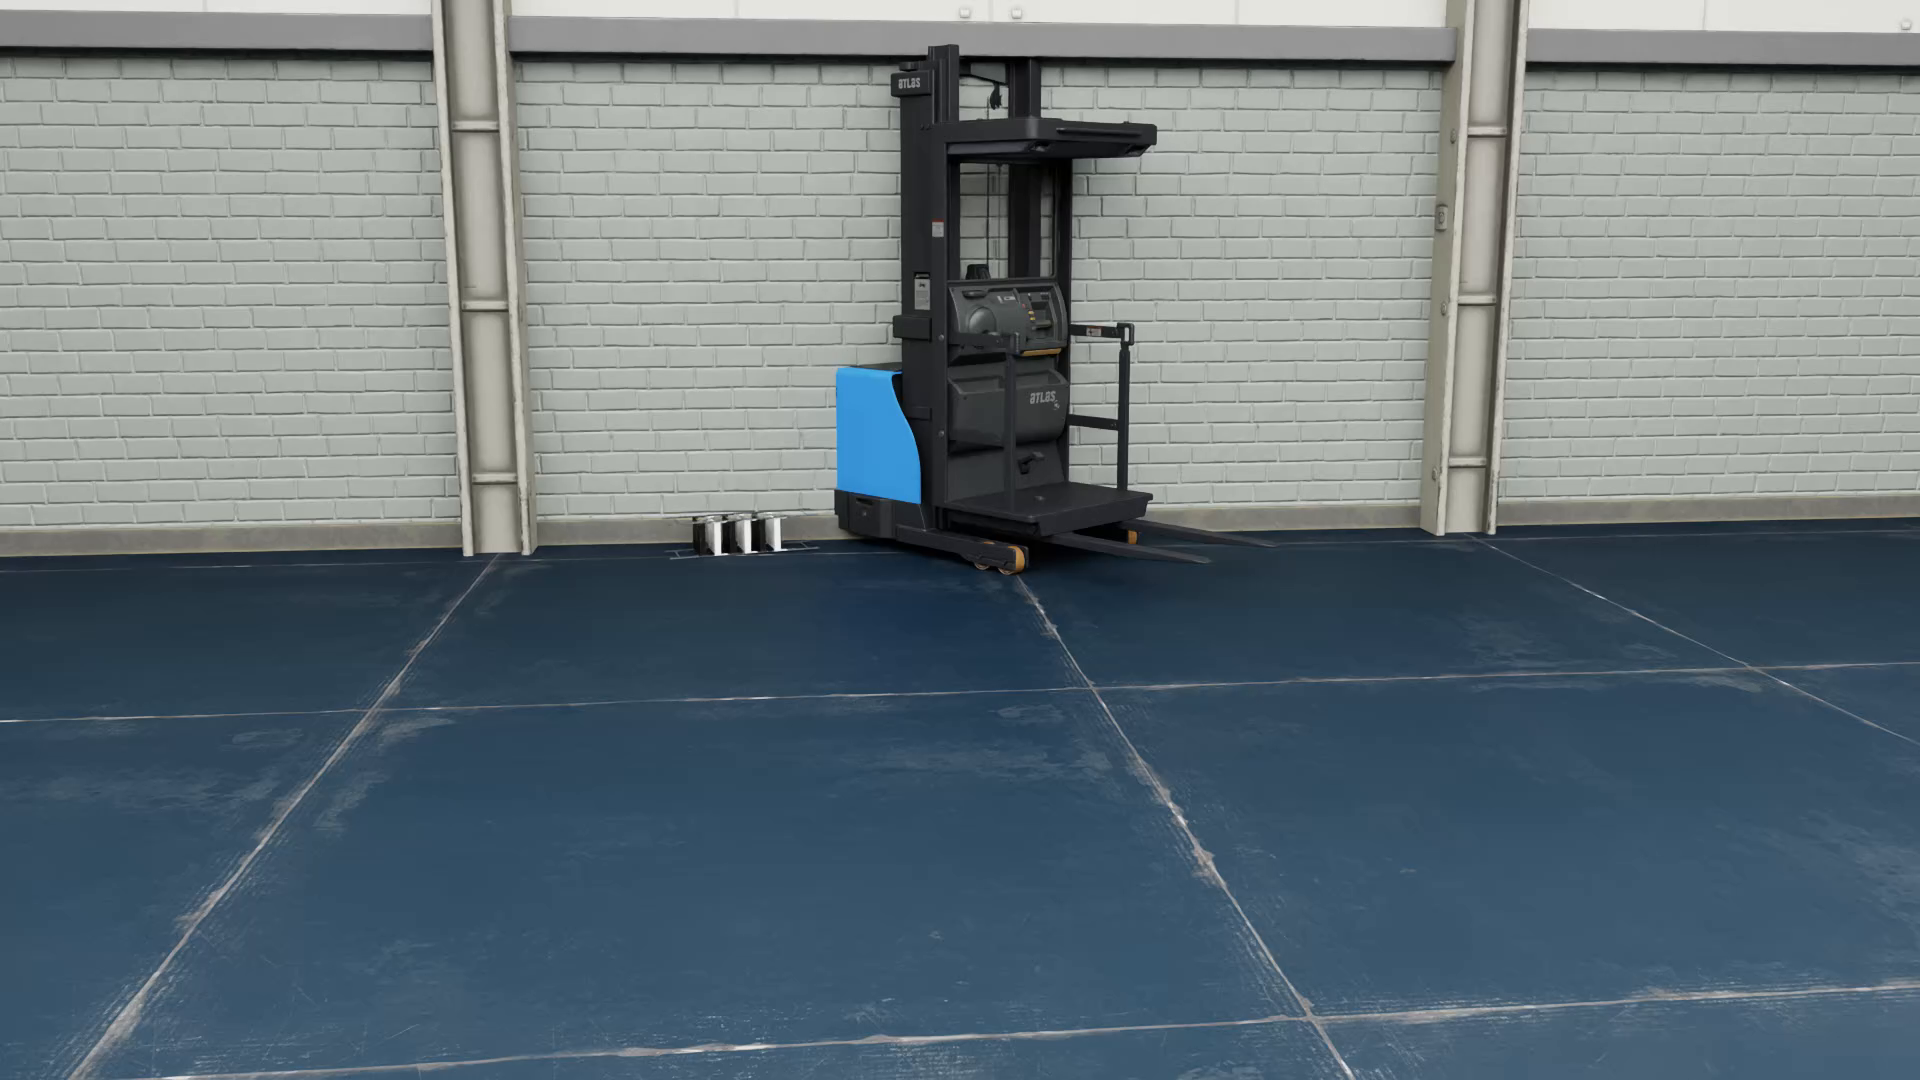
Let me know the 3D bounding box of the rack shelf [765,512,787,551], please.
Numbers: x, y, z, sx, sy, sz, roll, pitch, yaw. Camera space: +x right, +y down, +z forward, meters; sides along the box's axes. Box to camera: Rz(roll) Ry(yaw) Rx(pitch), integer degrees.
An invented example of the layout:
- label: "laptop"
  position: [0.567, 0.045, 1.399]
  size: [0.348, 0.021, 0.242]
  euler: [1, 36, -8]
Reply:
- label: "rack shelf"
  position: [-1.116, -0.056, 10.079]
  size: [0.077, 0.200, 0.258]
  euler: [-4, 12, -18]

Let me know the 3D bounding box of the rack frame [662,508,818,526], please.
- label: "rack frame"
  position: [-1.319, -0.141, 9.992]
  size: [0.900, 0.006, 0.240]
  euler: [-4, 12, -18]

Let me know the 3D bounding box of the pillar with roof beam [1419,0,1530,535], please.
- label: "pillar with roof beam"
  position: [3.657, -3.653, 5.620]
  size: [0.400, 9.000, 9.100]
  euler: [-1, 11, -6]

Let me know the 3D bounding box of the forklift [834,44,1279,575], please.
- label: "forklift"
  position: [0.440, -1.353, 9.653]
  size: [1.130, 2.935, 3.031]
  euler: [-11, 16, -44]

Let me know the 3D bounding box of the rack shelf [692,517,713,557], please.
- label: "rack shelf"
  position: [-1.542, -0.024, 9.938]
  size: [0.077, 0.200, 0.258]
  euler: [-4, 12, -18]

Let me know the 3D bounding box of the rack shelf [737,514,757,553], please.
- label: "rack shelf"
  position: [-1.287, -0.043, 10.023]
  size: [0.077, 0.200, 0.258]
  euler: [-4, 12, -18]

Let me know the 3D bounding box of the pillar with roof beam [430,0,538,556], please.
- label: "pillar with roof beam"
  position: [-2.308, -3.528, 4.984]
  size: [0.400, 9.000, 9.100]
  euler: [-1, 11, -6]

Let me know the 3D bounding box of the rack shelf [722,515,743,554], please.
- label: "rack shelf"
  position: [-1.372, -0.037, 9.994]
  size: [0.077, 0.200, 0.258]
  euler: [-4, 12, -18]

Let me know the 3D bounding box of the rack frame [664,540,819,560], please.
- label: "rack frame"
  position: [-1.318, 0.059, 10.032]
  size: [0.900, 0.006, 0.240]
  euler: [-4, 12, -18]

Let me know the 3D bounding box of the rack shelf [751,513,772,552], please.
- label: "rack shelf"
  position: [-1.202, -0.050, 10.051]
  size: [0.077, 0.200, 0.258]
  euler: [-4, 12, -18]

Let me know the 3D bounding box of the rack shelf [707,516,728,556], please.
- label: "rack shelf"
  position: [-1.457, -0.031, 9.966]
  size: [0.077, 0.200, 0.258]
  euler: [-4, 12, -18]

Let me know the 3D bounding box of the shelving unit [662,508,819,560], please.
- label: "shelving unit"
  position: [-1.318, -0.041, 10.012]
  size: [0.900, 0.210, 0.258]
  euler: [-4, 12, -18]
